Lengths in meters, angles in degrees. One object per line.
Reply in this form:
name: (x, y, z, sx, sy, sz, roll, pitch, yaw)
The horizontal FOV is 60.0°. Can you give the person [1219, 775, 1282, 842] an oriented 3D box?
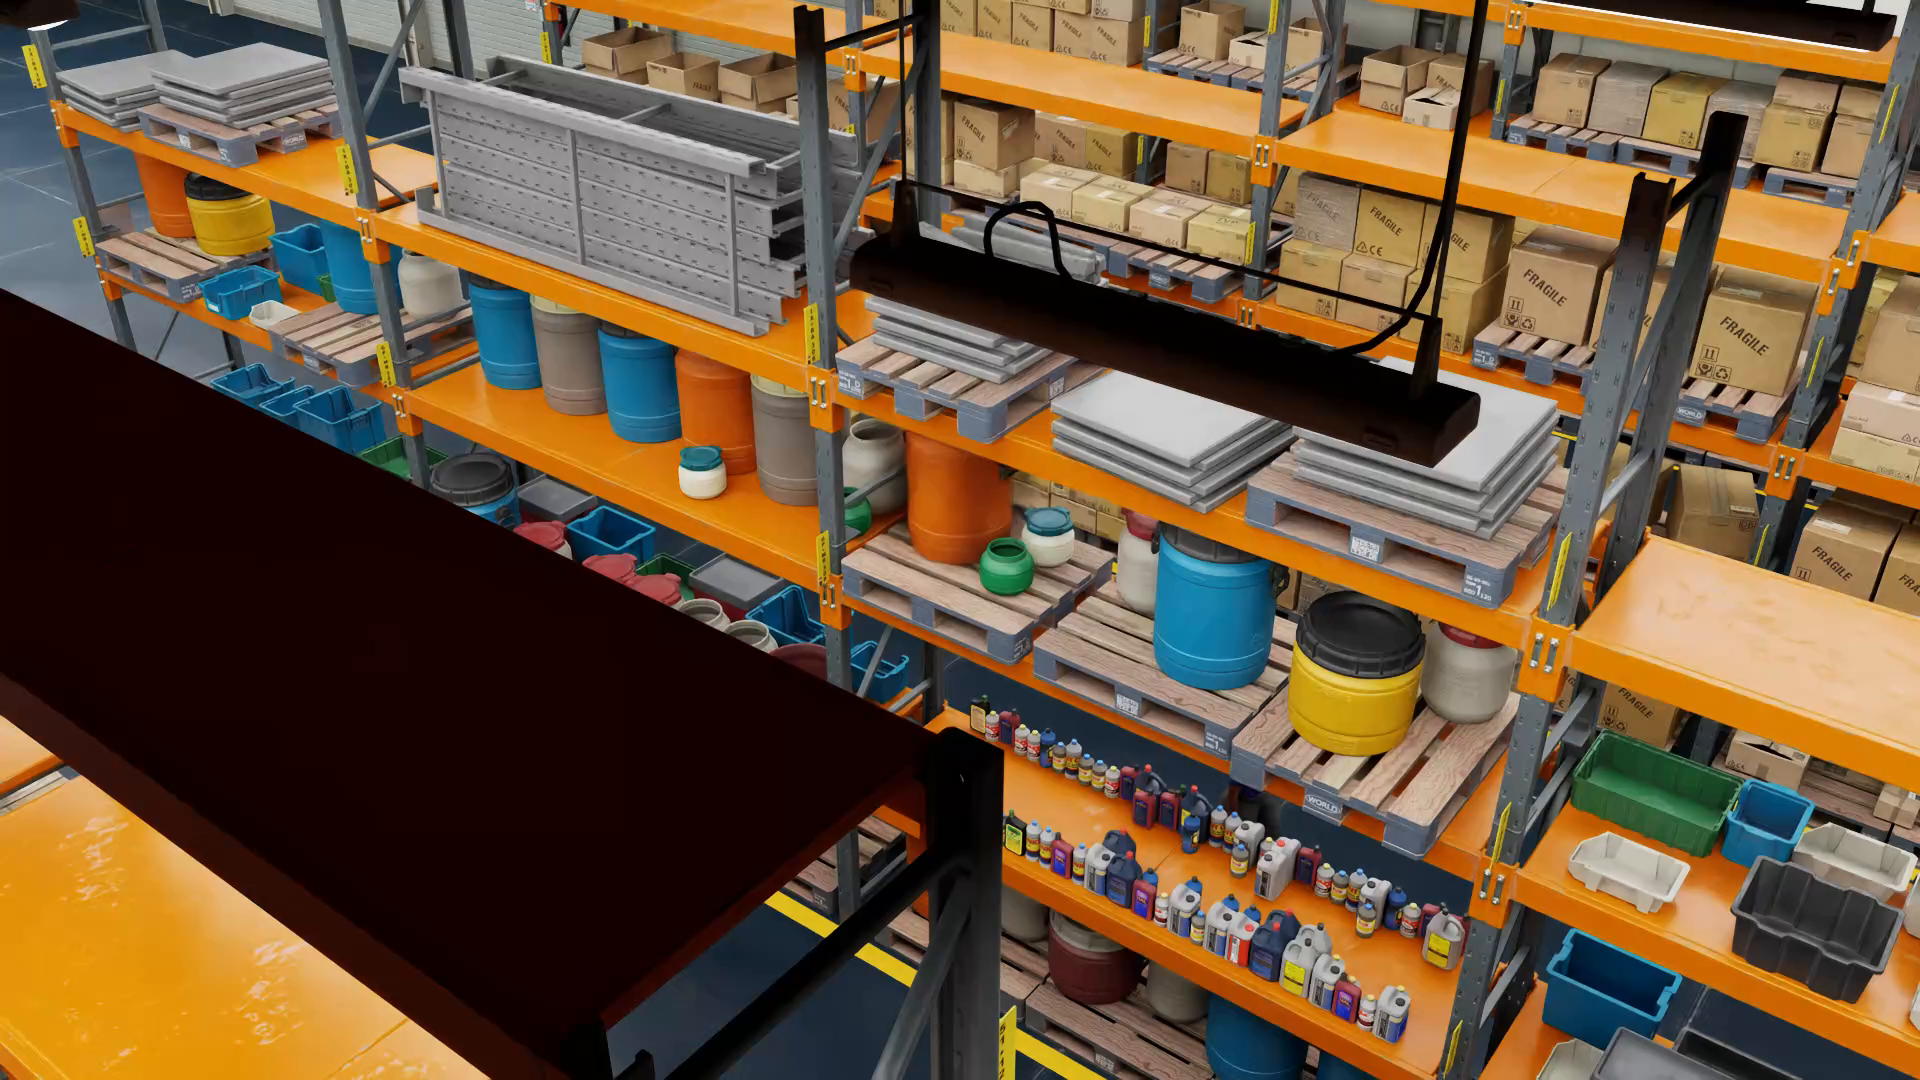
person: (1.848, 1.695, 10.906, 0.470, 1.656, 0.493, 22, 38, 32)
